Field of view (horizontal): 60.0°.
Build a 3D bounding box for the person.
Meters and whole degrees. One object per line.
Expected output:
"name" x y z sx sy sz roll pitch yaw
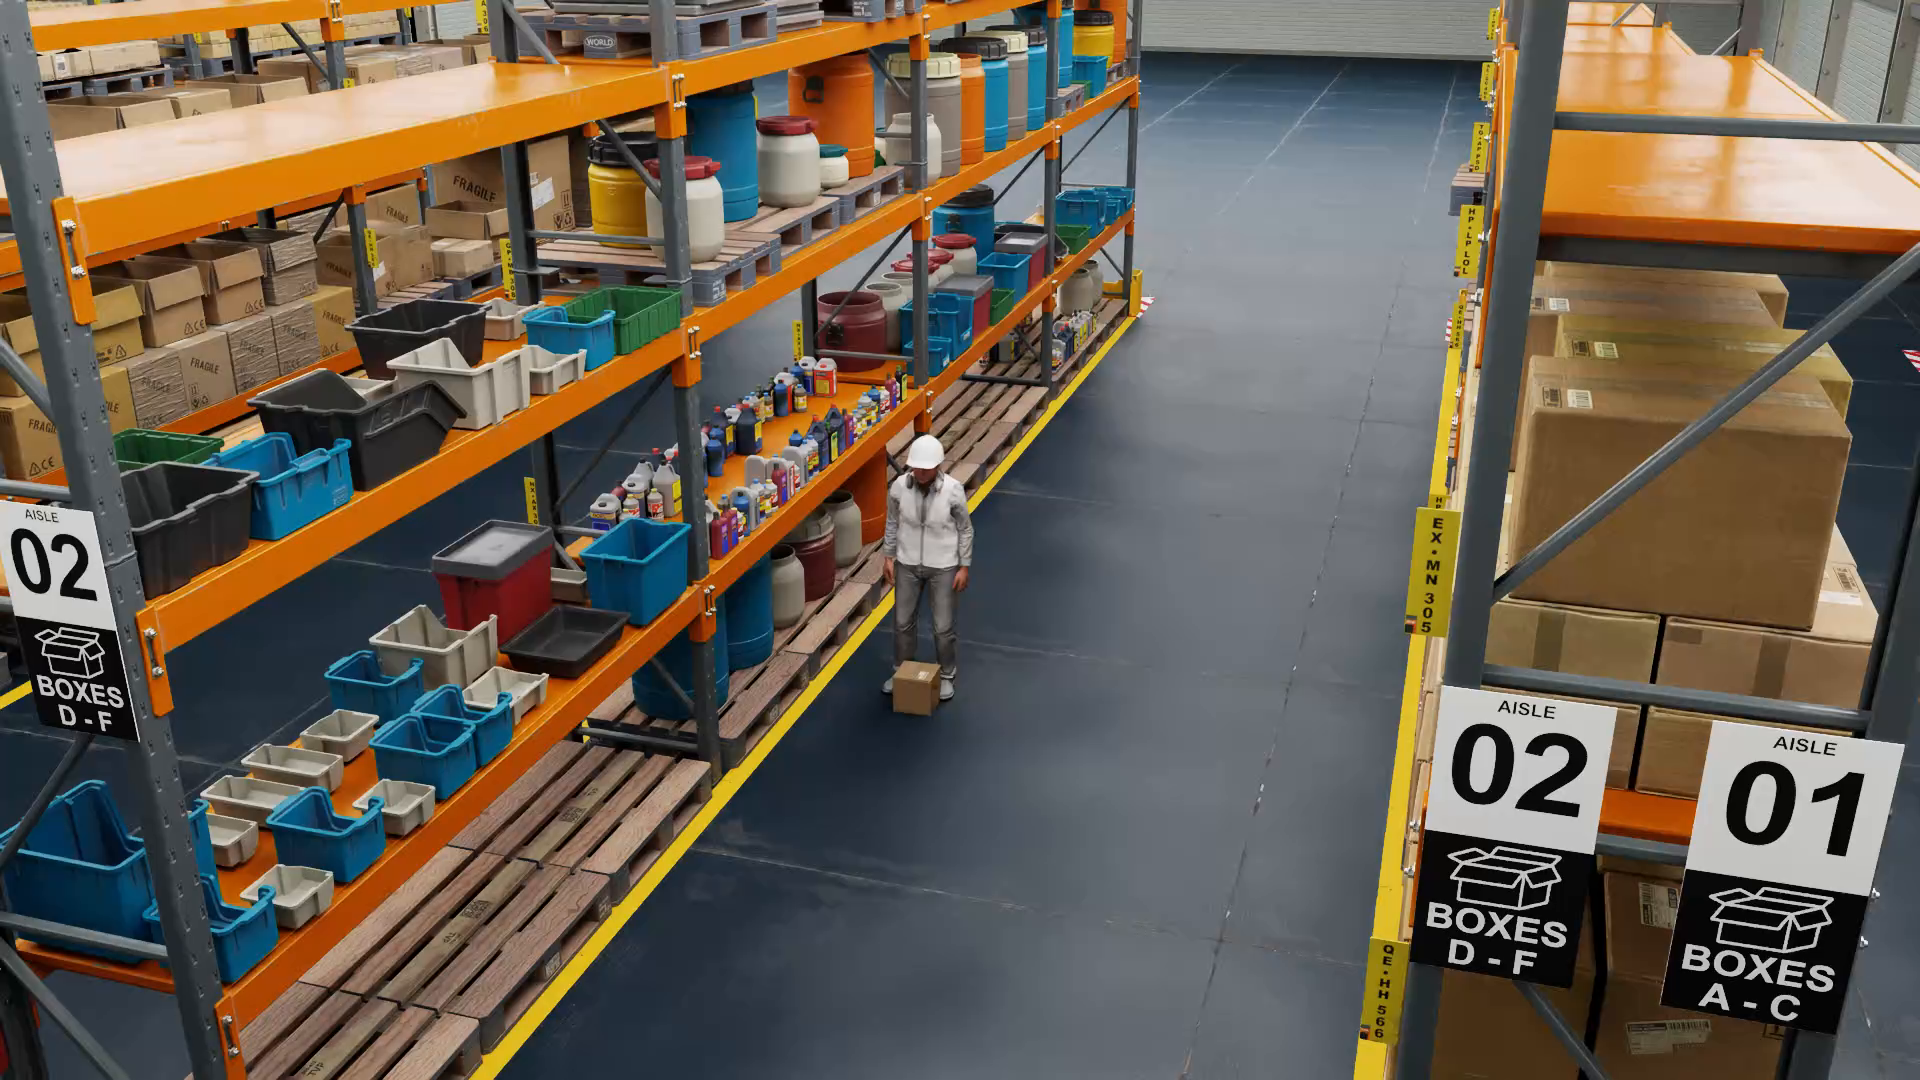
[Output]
"person" -0.211 0.158 10.657 0.585 1.771 0.466 6 23 15
